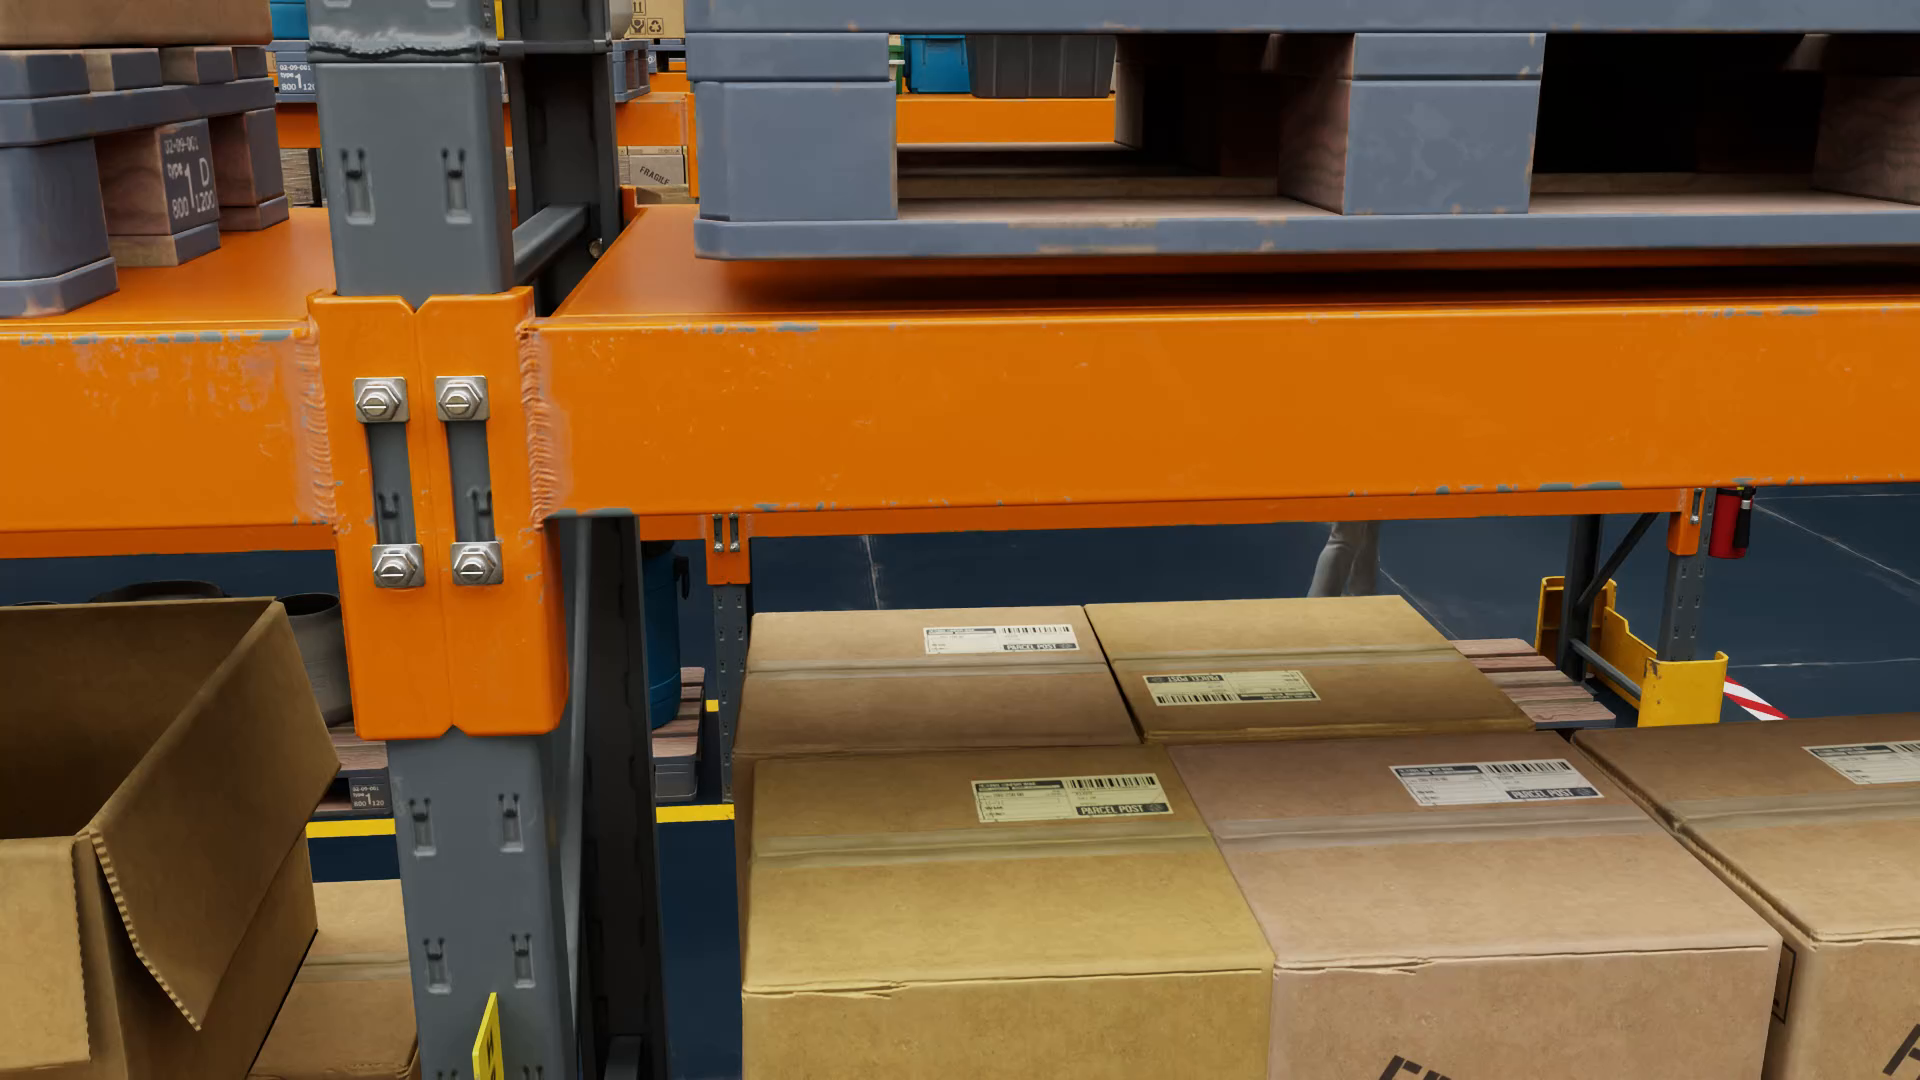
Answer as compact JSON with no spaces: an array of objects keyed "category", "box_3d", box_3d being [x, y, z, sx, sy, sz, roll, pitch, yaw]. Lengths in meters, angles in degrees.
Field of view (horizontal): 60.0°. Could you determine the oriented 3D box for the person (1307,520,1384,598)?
[{"category":"person","box_3d":[2.091,-0.326,8.653,0.622,1.710,0.451,-7,18,-22]}]
